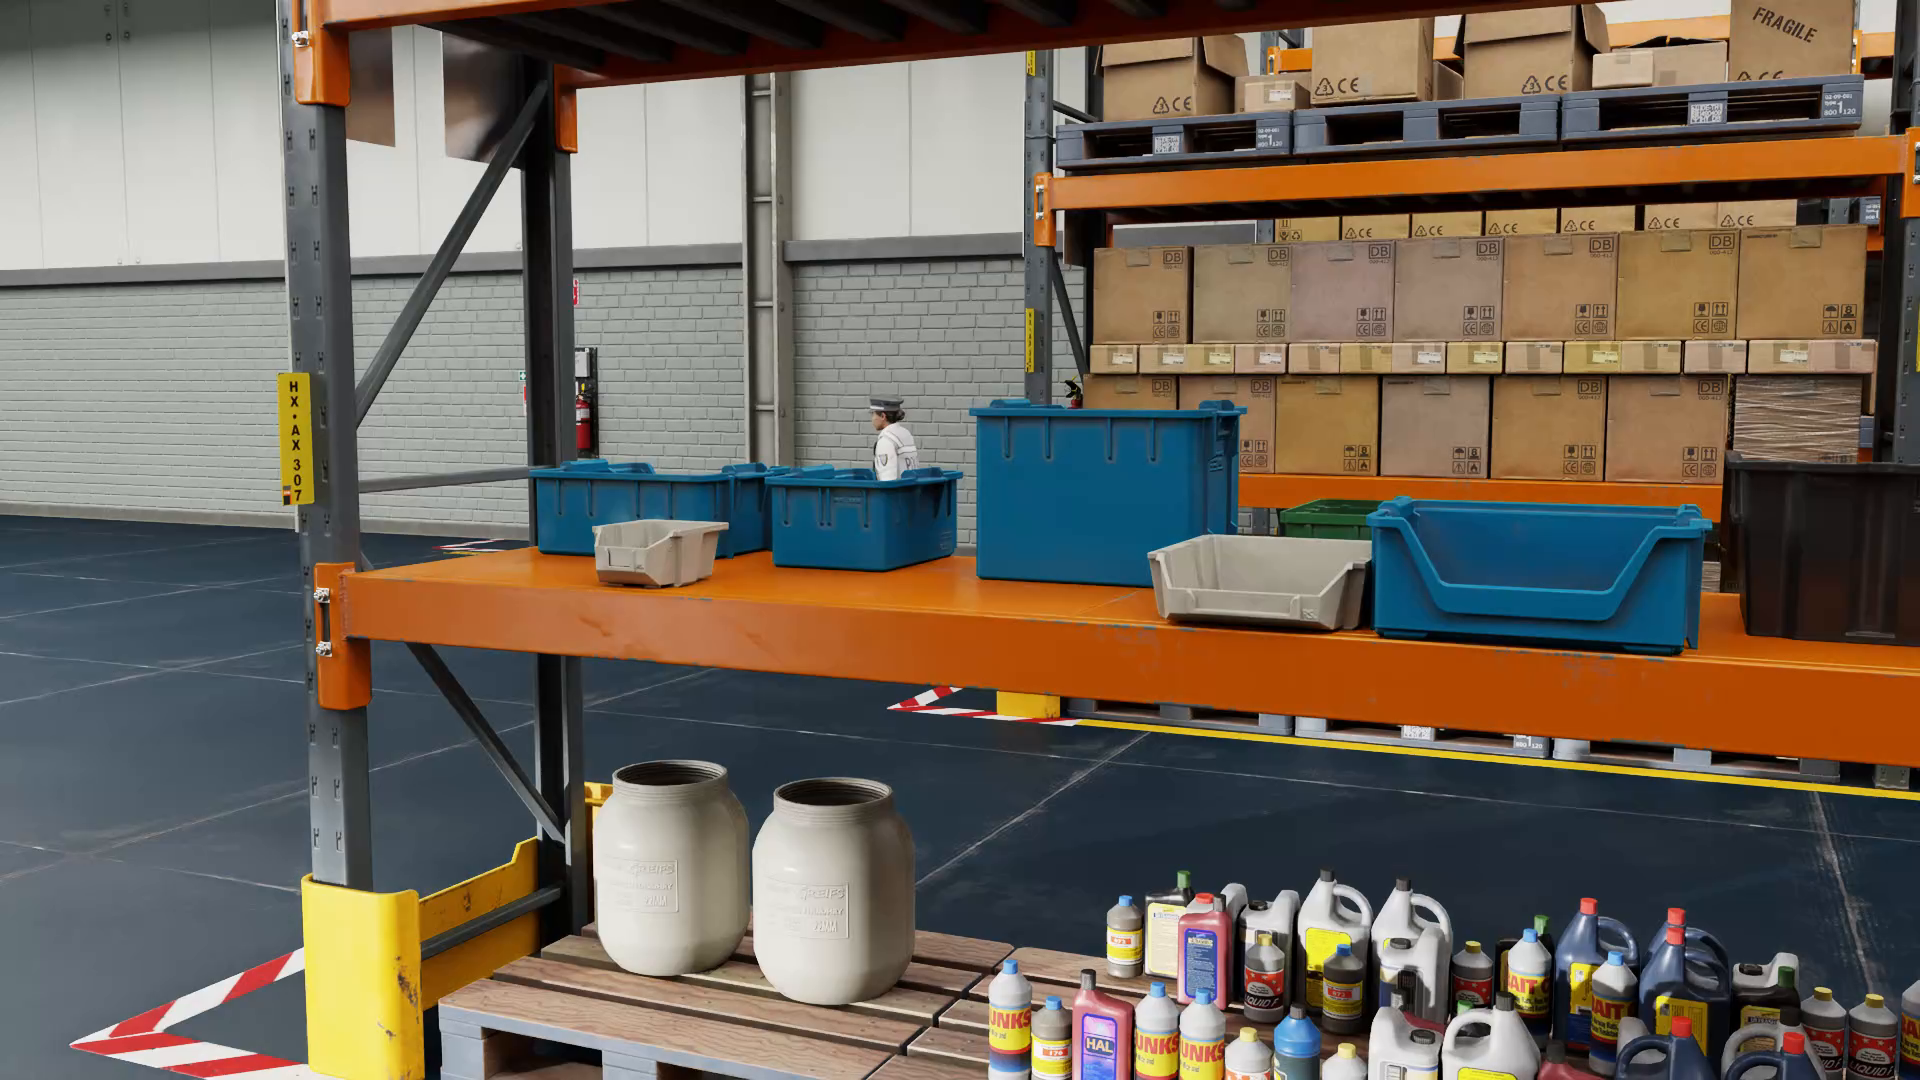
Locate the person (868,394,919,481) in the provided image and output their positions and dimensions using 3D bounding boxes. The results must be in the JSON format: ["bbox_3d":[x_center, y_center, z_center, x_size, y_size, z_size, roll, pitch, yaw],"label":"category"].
[{"bbox_3d":[-0.462,-0.197,11.747,0.374,1.662,0.539,2,6,20],"label":"person"}]
